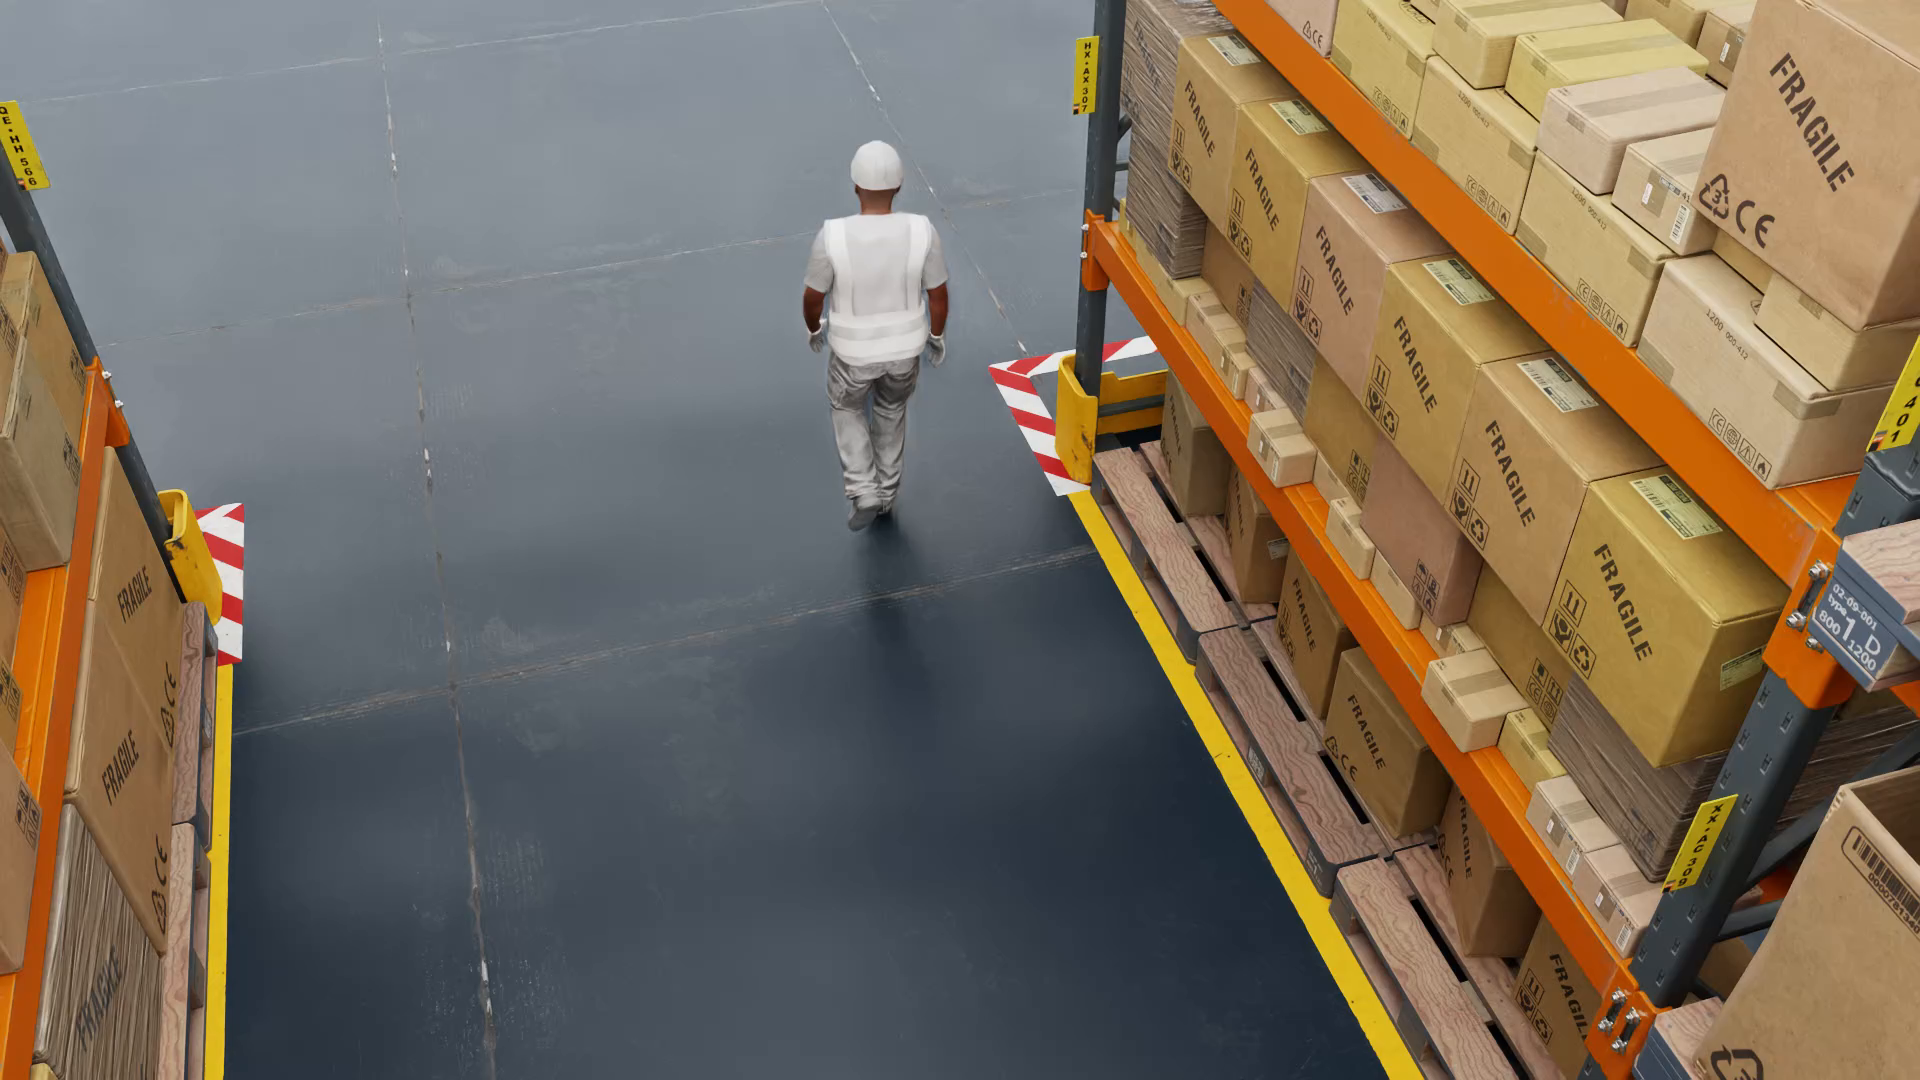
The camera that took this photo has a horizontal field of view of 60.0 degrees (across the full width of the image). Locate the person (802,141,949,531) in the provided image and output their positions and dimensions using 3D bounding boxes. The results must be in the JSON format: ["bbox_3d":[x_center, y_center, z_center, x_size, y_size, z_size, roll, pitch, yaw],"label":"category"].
[{"bbox_3d":[-0.341,-0.793,7.020,0.606,1.755,0.649,-9,43,-9],"label":"person"}]
